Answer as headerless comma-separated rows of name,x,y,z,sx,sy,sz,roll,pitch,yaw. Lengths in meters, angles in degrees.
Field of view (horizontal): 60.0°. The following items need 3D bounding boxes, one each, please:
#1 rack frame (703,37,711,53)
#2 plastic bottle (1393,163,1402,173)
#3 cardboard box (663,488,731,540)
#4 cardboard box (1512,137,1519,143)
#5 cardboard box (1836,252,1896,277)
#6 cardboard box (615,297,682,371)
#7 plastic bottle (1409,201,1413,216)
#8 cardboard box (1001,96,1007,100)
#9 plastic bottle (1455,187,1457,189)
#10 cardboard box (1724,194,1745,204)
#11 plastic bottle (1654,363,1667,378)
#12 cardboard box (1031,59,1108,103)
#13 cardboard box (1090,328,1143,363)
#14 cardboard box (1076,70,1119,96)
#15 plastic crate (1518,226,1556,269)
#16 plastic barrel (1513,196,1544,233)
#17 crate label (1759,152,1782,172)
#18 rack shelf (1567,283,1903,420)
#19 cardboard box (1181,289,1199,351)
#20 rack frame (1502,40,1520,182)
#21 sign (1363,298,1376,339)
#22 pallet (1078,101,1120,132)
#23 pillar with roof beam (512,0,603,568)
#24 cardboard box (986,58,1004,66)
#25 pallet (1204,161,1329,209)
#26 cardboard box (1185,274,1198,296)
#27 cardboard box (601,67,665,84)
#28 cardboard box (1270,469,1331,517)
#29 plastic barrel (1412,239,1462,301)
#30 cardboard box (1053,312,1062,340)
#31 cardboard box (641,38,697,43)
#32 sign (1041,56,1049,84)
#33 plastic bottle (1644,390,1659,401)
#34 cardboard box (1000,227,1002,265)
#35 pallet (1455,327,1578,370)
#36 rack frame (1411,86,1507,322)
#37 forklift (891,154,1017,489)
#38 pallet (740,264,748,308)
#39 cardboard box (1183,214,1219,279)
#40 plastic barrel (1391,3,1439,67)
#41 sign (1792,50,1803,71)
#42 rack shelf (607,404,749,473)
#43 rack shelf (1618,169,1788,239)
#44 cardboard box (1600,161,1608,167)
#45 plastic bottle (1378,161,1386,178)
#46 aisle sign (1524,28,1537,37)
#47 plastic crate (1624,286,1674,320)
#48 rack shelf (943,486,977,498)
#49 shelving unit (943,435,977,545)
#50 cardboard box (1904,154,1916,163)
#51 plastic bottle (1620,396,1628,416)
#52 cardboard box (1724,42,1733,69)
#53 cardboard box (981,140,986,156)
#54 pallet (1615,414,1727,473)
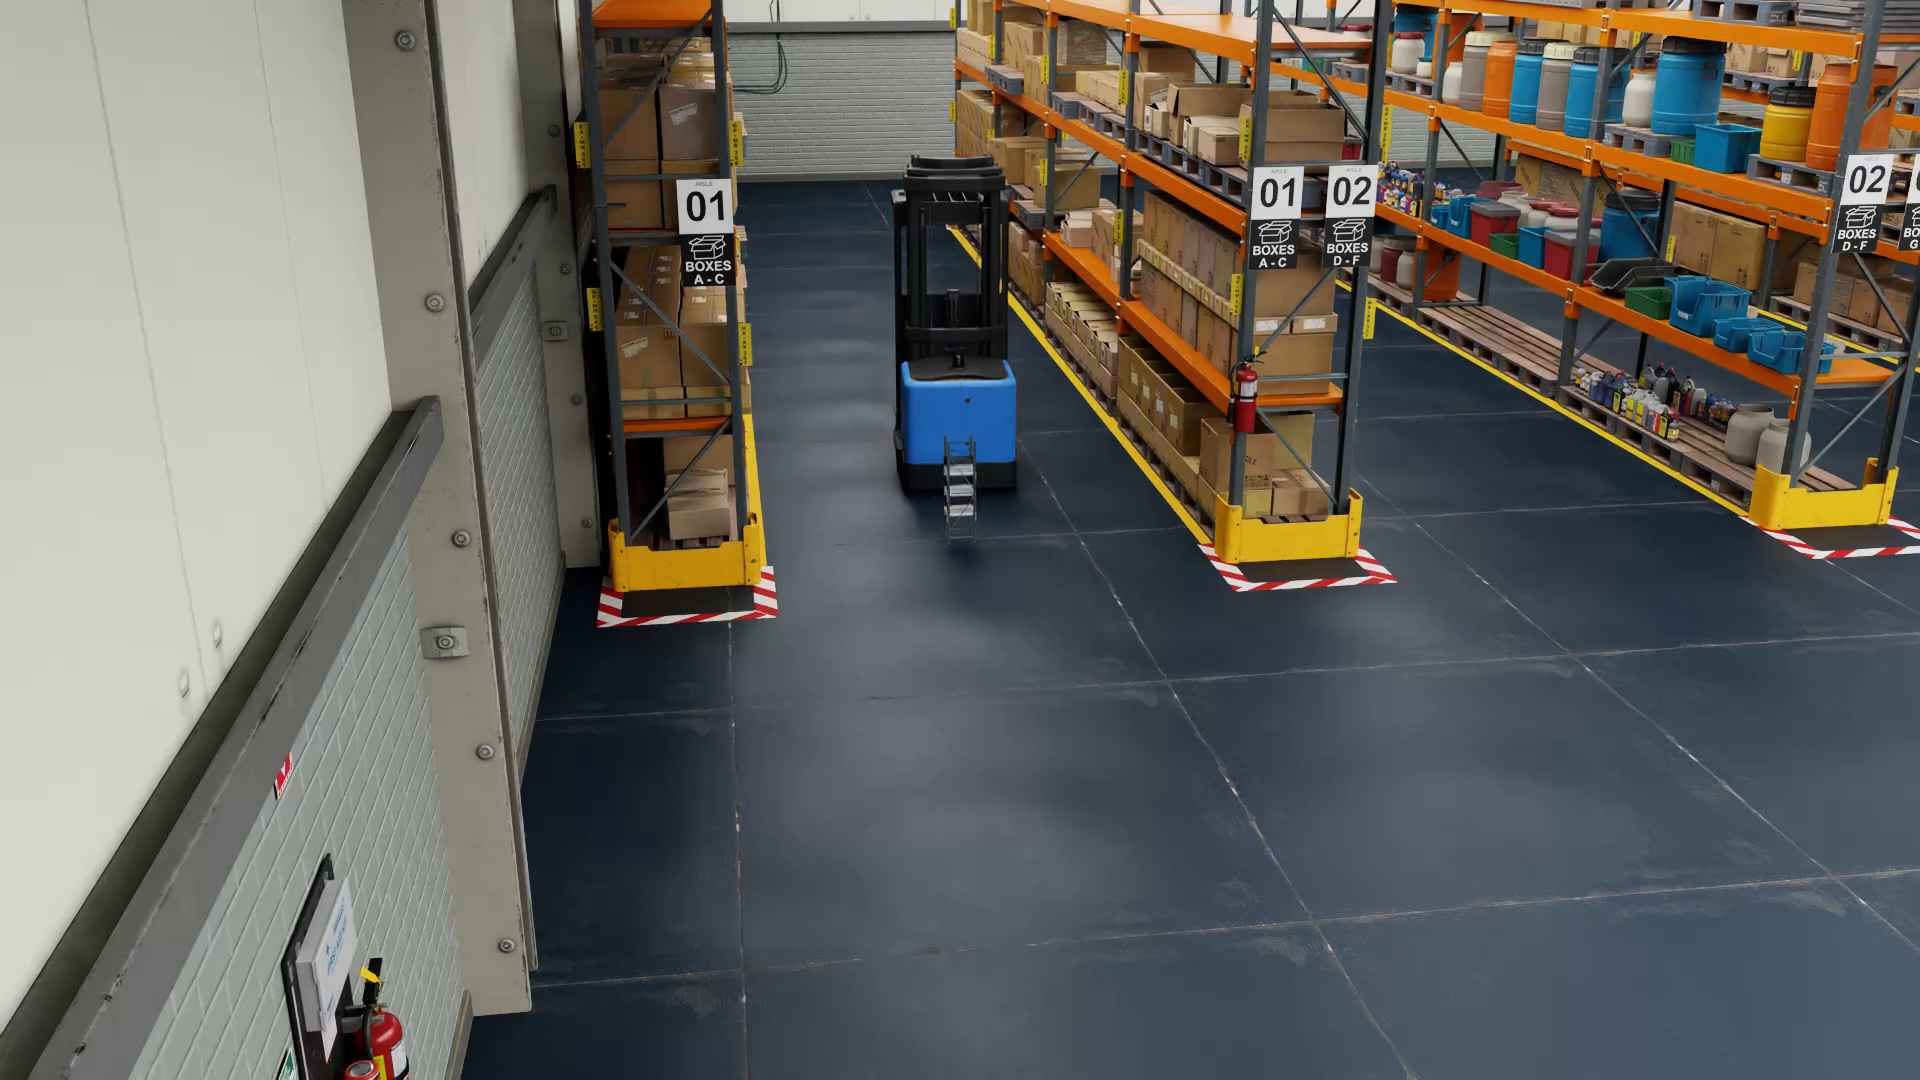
rack frame,-3.907,-8.020,22.827,1.000,3.000,0.127,-3,21,-8
plastic bottle,6.380,-5.320,24.244,0.144,0.351,0.185,-3,21,-8
cardboard box,-2.188,-0.245,13.799,0.500,0.311,0.500,-5,21,-14
cardboard box,9.946,-7.086,29.262,0.380,0.149,0.250,-3,21,-7
cardboard box,11.587,-3.547,21.297,0.500,0.250,0.500,-1,20,-2
cardboard box,-2.518,-1.672,13.520,0.500,0.500,0.500,-3,21,-7
plastic bottle,5.994,-4.390,21.968,0.097,0.201,0.097,0,20,0
cardboard box,0.907,-6.866,26.741,0.500,0.500,0.500,-2,21,-6
plastic bottle,6.690,-4.644,22.531,0.061,0.283,0.133,-3,21,-8
cardboard box,10.992,-4.952,23.045,0.500,0.500,0.500,-3,21,-8
plastic bottle,7.428,-1.696,17.627,0.144,0.351,0.185,-3,21,-9
cardboard box,1.402,-5.853,21.171,0.910,0.500,0.500,-3,21,-8
cardboard box,1.725,-2.168,18.261,0.500,0.311,0.500,-2,21,-6
cardboard box,1.692,-5.453,19.856,0.500,0.250,0.500,-4,21,-12
plastic crate,6.583,-3.298,18.782,0.392,0.384,0.575,-3,21,-8
plastic barrel,6.894,-3.885,20.172,0.421,0.512,0.421,0,20,0
crate label,7.684,-3.554,15.371,0.502,0.251,0.408,-3,21,-8
rack shelf,7.338,-1.910,16.070,1.077,0.370,4.000,-3,21,-8
cardboard box,2.444,-2.051,15.277,0.700,0.500,0.500,-2,21,-6
rack frame,10.222,-7.344,29.591,1.000,3.000,0.127,-3,21,-8
sign,3.275,-1.774,13.329,0.100,0.325,0.005,-3,21,-8
pallet,1.922,-4.775,18.696,1.003,0.211,1.213,-2,21,-5
pillar with roof beam,1.126,-4.281,12.816,9.100,9.000,0.400,-3,21,-8
cardboard box,0.661,-6.950,24.465,0.500,0.250,0.500,-3,21,-8
pallet,2.648,-2.916,13.574,1.003,0.211,1.213,-3,21,-8
cardboard box,2.255,-2.316,15.060,0.380,0.149,0.250,-3,21,-8
cardboard box,-2.701,-3.655,13.828,0.500,0.500,0.500,-3,21,-8
cardboard box,2.867,-0.411,14.360,0.500,0.250,0.500,-3,21,-8
plastic barrel,6.386,-3.673,22.264,0.600,0.830,0.708,-3,21,-8
cardboard box,1.430,-2.614,20.258,0.500,0.250,0.500,-3,21,-9
cardboard box,-3.736,-6.191,21.446,0.700,0.500,0.500,-3,21,-8
sign,1.034,-5.696,20.154,0.100,0.325,0.005,-3,21,-8
plastic bottle,6.987,-1.373,16.868,0.152,0.276,0.135,-3,21,-8
cardboard box,0.823,-4.316,24.428,0.500,0.500,0.500,-4,21,-10
pallet,6.719,-2.326,20.142,1.003,0.211,1.213,-3,21,-8
rack frame,6.473,-4.324,21.506,1.000,3.000,0.127,-3,21,-8
forklift,-0.100,-2.307,16.205,1.130,2.935,3.031,-1,21,-4
pallet,-2.720,-2.622,17.222,1.003,0.211,1.213,-3,21,-8
cardboard box,2.435,-2.671,15.082,0.700,0.500,0.500,-3,21,-8
plastic barrel,6.294,-6.963,22.967,0.600,0.901,0.708,-3,21,-8
sign,10.824,-6.233,21.479,0.100,0.325,0.005,-3,21,-8
rack shelf,-2.465,-1.410,14.732,1.077,0.370,4.000,-3,21,-8
rack shelf,11.086,-4.929,24.155,1.077,0.370,4.000,-3,21,-8
cardboard box,10.393,-6.019,26.405,0.380,0.149,0.250,-3,21,-7
plastic bottle,6.211,-5.377,24.396,0.144,0.351,0.185,-3,21,-8
aisle sign,9.914,-8.571,29.163,0.394,0.787,0.004,-3,21,-8
plastic crate,6.966,-2.356,16.539,0.450,0.188,0.662,-3,21,-8
rack shelf,-0.001,-0.393,14.078,0.258,0.077,0.200,-3,21,-8
shelving unit,-0.001,-0.424,14.066,0.258,0.900,0.210,-3,21,-8
cardboard box,15.448,-6.143,26.736,0.380,0.149,0.250,-3,21,-8
plastic bottle,6.801,-1.369,16.966,0.097,0.201,0.097,0,20,0
cardboard box,11.059,-6.930,23.450,0.797,0.503,0.637,-3,21,-8
cardboard box,0.593,-5.846,25.438,0.500,0.500,0.500,-2,21,-6
pallet,7.285,-0.975,16.525,1.003,0.211,1.213,-3,21,-8
